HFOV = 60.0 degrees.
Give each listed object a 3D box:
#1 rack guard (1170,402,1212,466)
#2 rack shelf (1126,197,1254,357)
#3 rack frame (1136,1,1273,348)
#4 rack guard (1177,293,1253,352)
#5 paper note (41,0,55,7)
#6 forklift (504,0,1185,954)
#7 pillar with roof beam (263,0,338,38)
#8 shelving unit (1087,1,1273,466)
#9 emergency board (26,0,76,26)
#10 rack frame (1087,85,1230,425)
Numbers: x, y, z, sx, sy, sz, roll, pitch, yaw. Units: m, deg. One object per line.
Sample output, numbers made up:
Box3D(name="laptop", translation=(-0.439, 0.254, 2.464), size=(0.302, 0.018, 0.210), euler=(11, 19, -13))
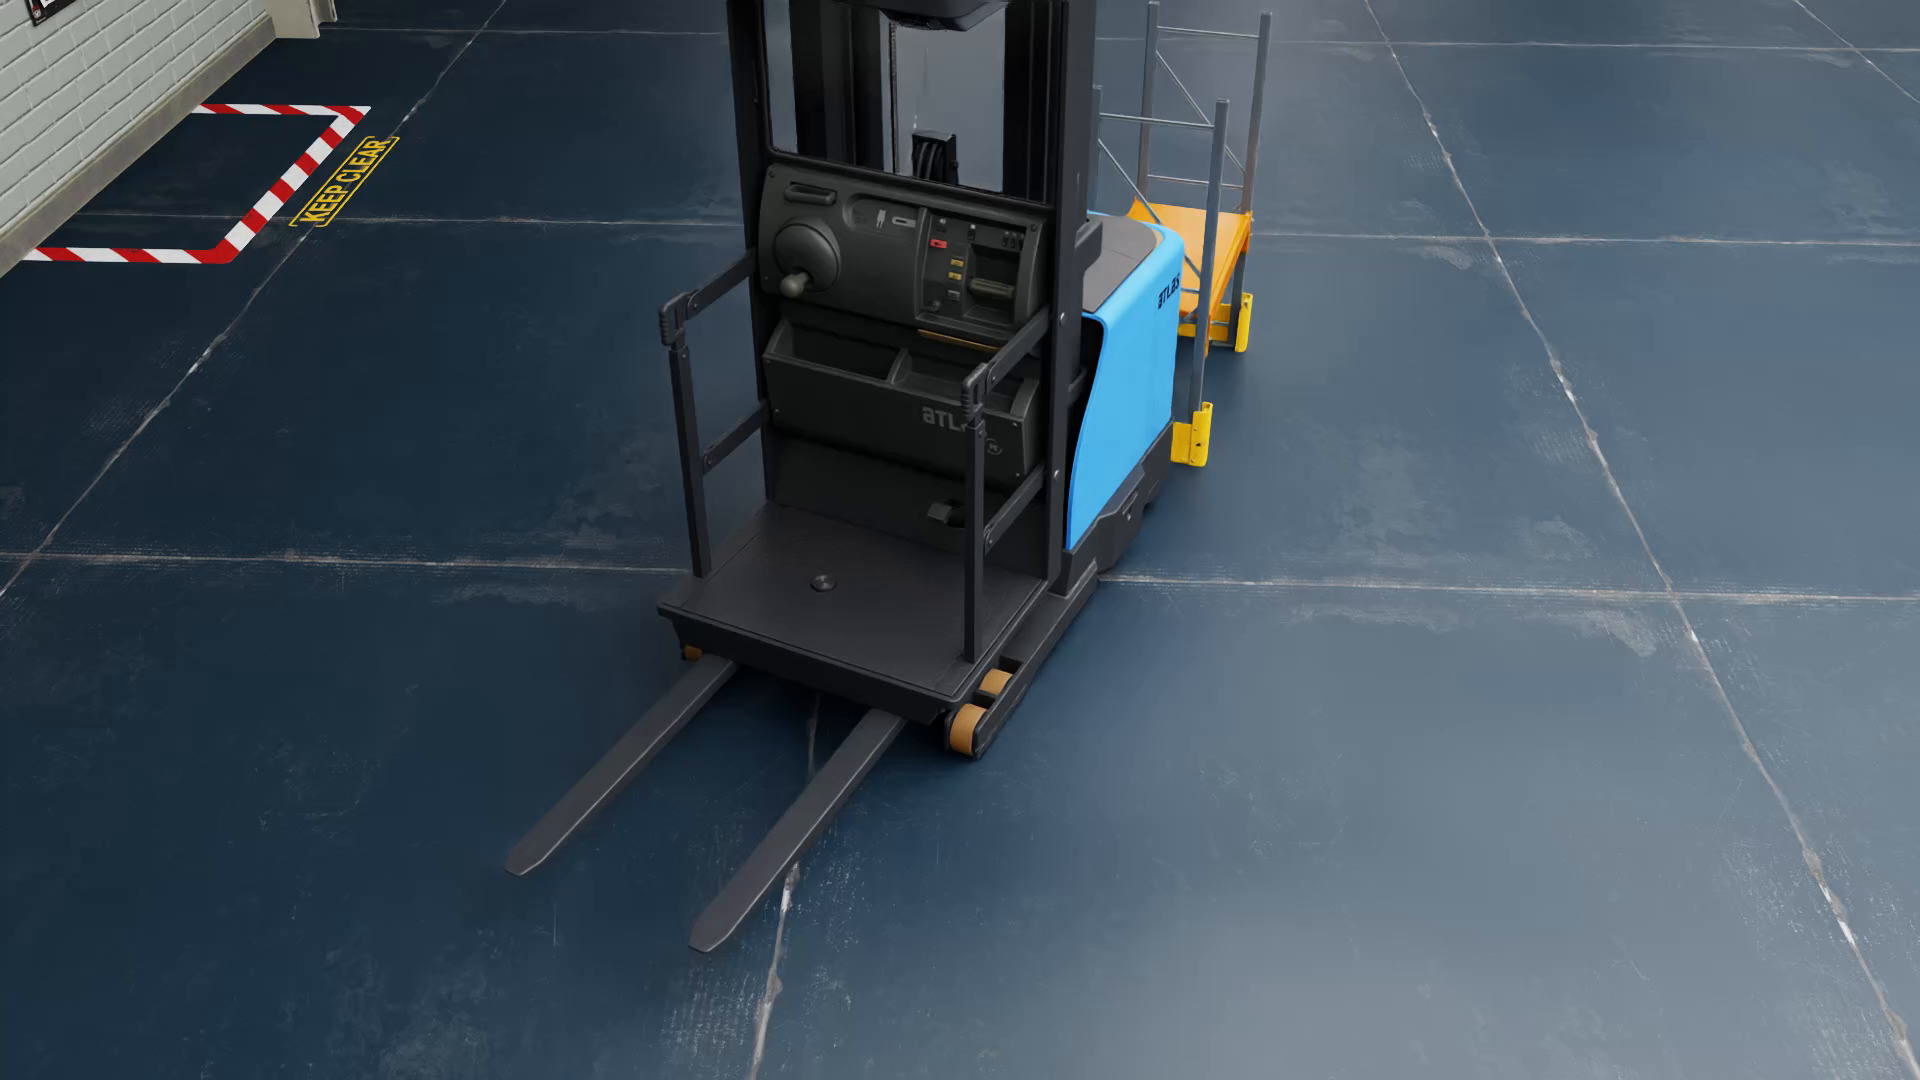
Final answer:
Box3D(name="rack guard", translation=(0.711, -0.467, 6.697), size=(0.587, 0.250, 0.087), euler=(10, 36, 14))
Box3D(name="rack shelf", translation=(0.856, -1.099, 6.823), size=(0.538, 0.185, 1.000), euler=(10, 36, 14))
Box3D(name="rack frame", translation=(1.007, -1.526, 7.117), size=(0.500, 1.500, 0.032), euler=(10, 36, 14))
Box3D(name="rack guard", translation=(1.006, -1.014, 7.475), size=(0.587, 0.250, 0.087), euler=(10, 36, 14))
Box3D(name="paper note", translation=(-4.594, -2.769, 8.348), size=(0.016, 0.148, 0.142), euler=(1, 35, 2))
Box3D(name="forklift", translation=(-0.286, -0.805, 4.847), size=(1.130, 2.935, 3.031), euler=(16, 38, 21))
Box3D(name="pillar with roof beam", translation=(-0.079, -7.004, 8.390), size=(9.100, 9.000, 0.400), euler=(1, 35, 2))
Box3D(name="shelving unit", translation=(0.858, -1.252, 6.726), size=(0.587, 1.500, 1.083), euler=(10, 36, 14))
Box3D(name="emergency board", translation=(-4.536, -3.225, 8.231), size=(0.157, 1.169, 0.626), euler=(1, 35, 2))
Box3D(name="rack frame", translation=(0.705, -0.967, 6.322), size=(0.500, 1.500, 0.032), euler=(10, 36, 14))
